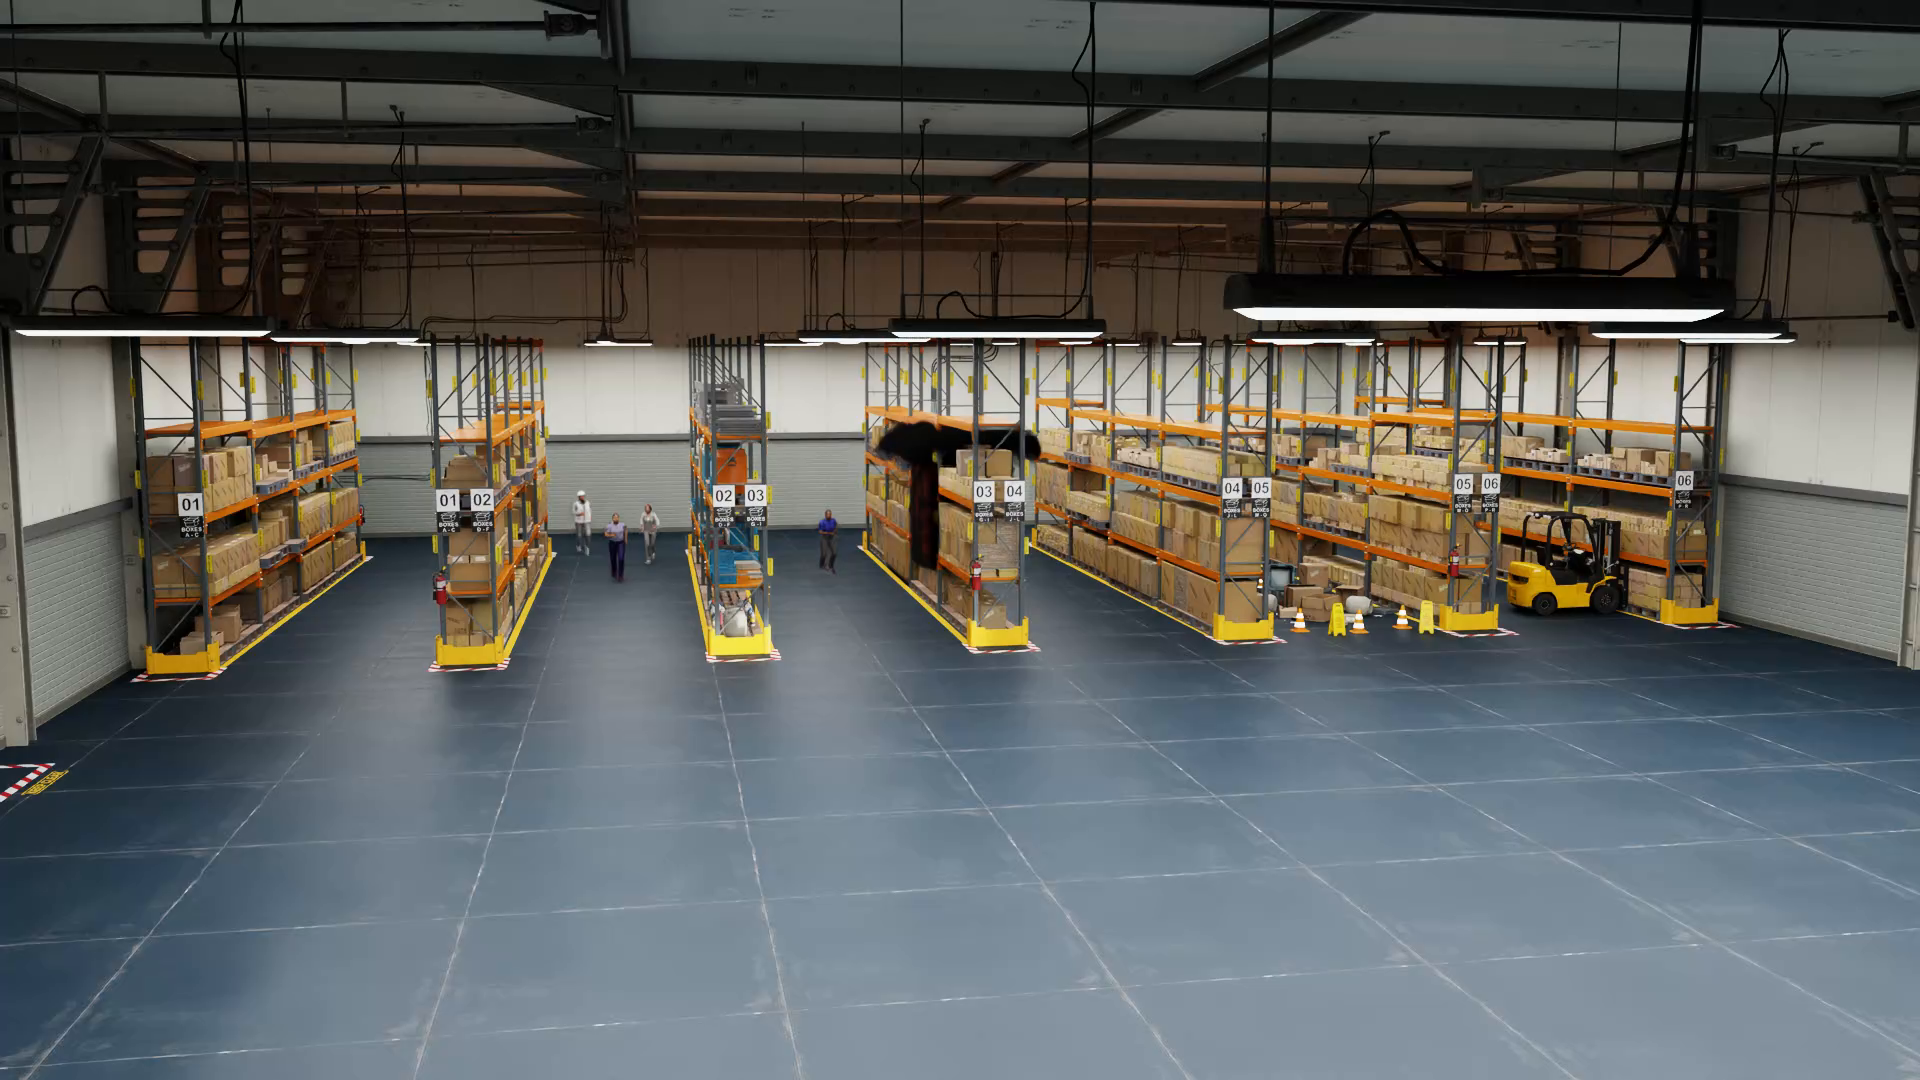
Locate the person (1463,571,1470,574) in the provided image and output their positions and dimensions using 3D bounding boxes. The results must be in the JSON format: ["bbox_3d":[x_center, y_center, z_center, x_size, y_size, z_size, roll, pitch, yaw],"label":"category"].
[{"bbox_3d":[12.396,0.194,41.386,0.576,1.617,0.720,-3,7,-26],"label":"person"}]

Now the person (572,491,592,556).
[{"bbox_3d":[-10.542,-0.471,46.447,0.615,1.825,0.834,-3,7,-25],"label":"person"}]

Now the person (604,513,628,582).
[{"bbox_3d":[-8.544,0.173,41.328,0.567,1.682,0.855,-1,7,-12],"label":"person"}]

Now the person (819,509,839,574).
[{"bbox_3d":[-3.223,0.042,40.768,0.580,1.618,0.885,-3,7,-24],"label":"person"}]

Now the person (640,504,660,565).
[{"bbox_3d":[-8.304,-0.165,44.593,0.544,1.626,0.734,0,7,-2],"label":"person"}]
